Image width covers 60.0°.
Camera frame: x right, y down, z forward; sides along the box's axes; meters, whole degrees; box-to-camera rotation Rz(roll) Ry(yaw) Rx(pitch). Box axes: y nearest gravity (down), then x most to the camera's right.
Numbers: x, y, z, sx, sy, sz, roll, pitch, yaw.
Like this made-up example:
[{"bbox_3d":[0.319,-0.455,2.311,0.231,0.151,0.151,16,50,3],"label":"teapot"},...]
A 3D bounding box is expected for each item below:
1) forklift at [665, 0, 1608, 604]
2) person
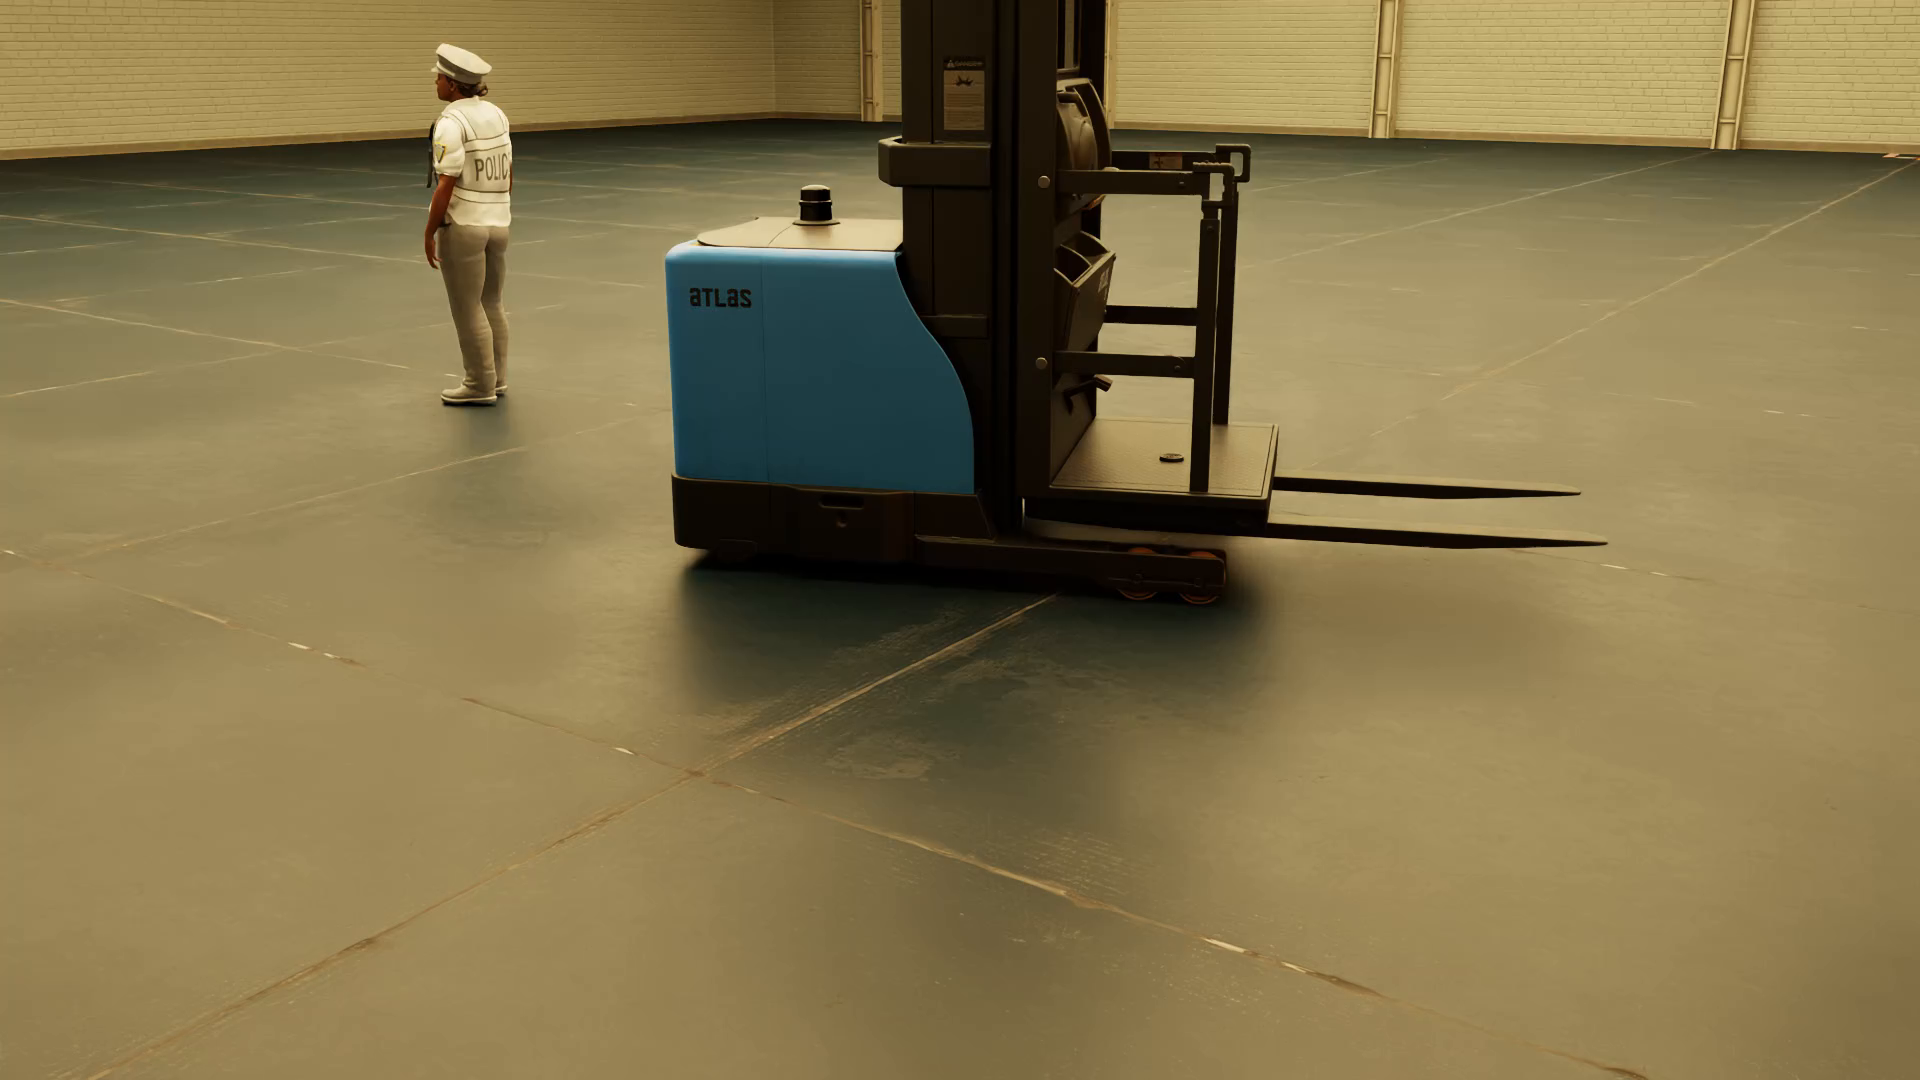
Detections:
[{"bbox_3d":[0.595,-1.367,5.404,3.031,2.935,1.130,4,17,12],"label":"forklift"},{"bbox_3d":[-2.392,-1.500,7.982,0.530,1.694,0.569,7,18,22],"label":"person"}]
